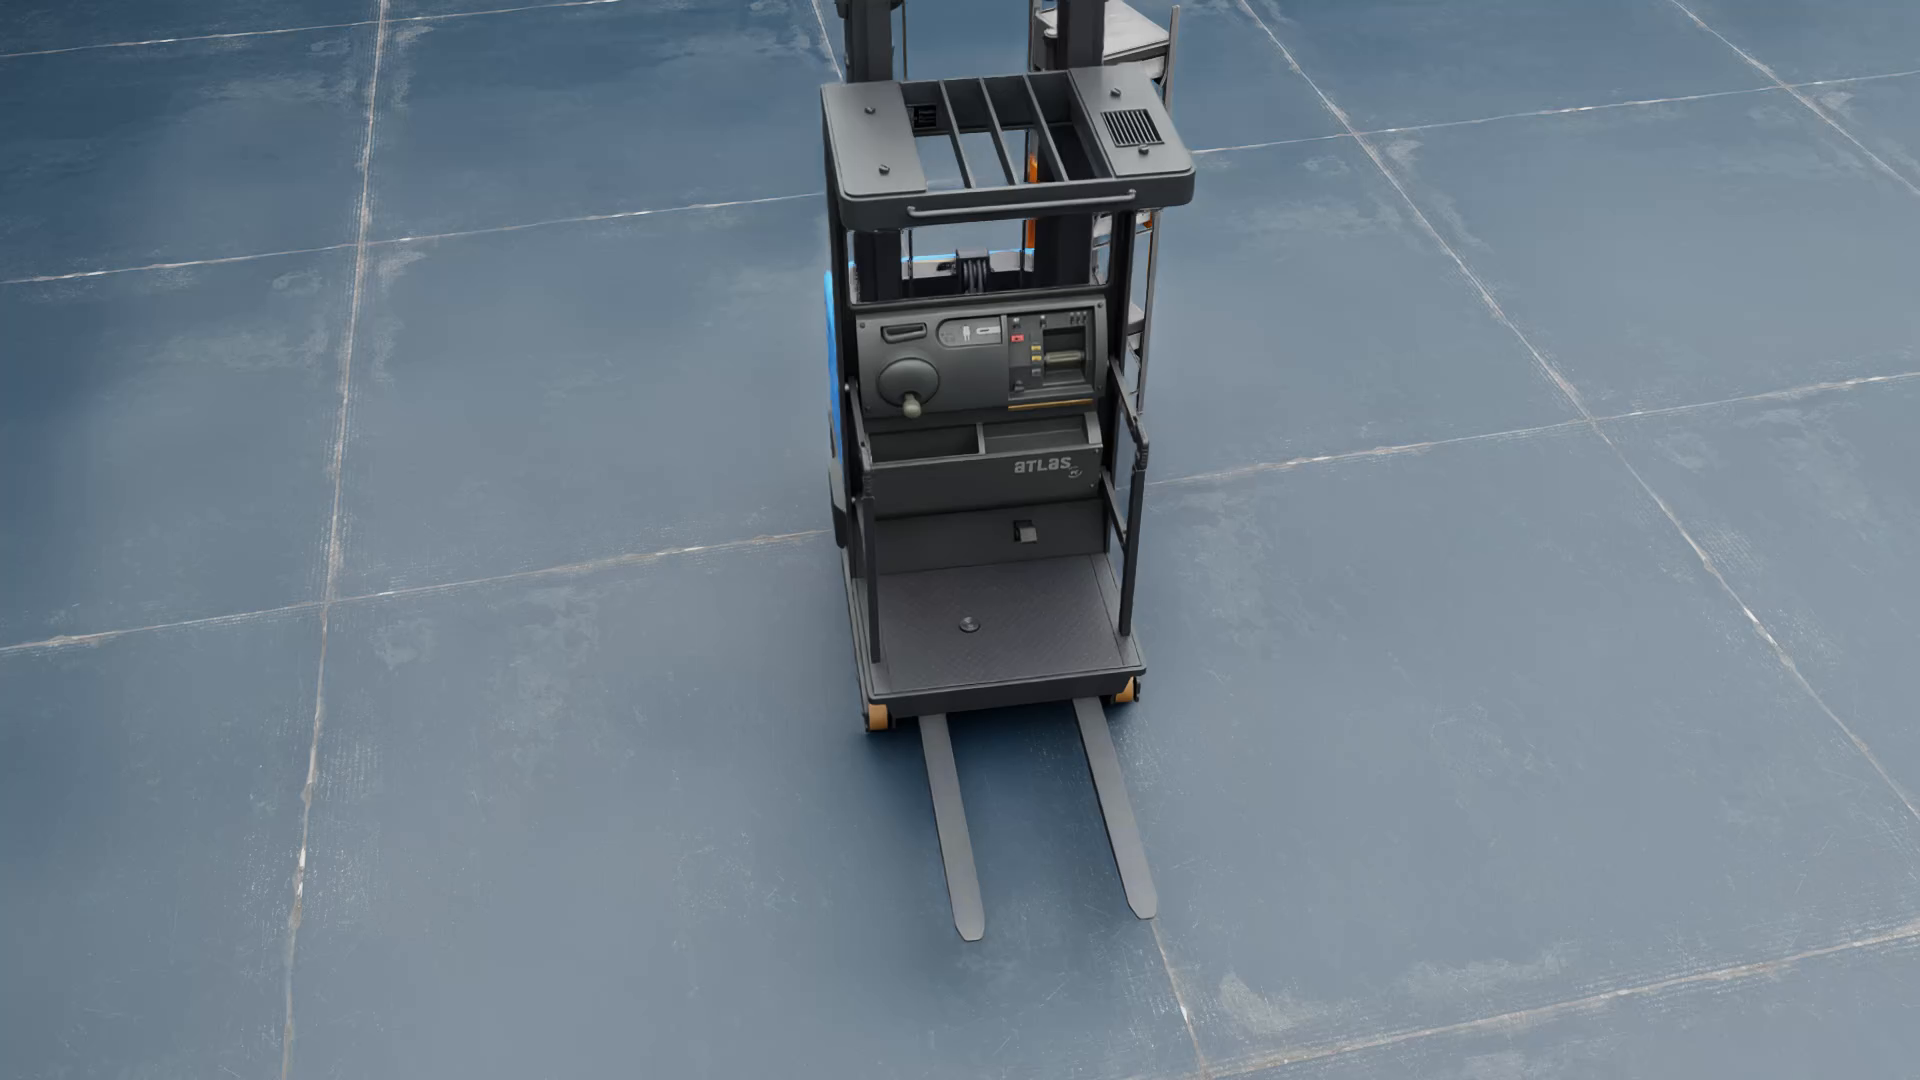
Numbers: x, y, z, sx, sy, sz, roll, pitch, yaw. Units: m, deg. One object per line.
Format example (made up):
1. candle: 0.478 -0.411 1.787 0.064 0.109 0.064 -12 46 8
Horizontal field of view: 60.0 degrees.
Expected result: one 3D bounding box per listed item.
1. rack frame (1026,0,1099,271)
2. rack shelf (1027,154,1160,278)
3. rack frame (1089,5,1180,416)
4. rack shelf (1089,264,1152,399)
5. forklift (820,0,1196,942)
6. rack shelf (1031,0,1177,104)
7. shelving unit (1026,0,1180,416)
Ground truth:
1. rack frame: 0.493 -1.635 7.792 0.400 2.100 0.015 -20 45 -21
2. rack shelf: 0.610 -1.483 7.641 0.431 0.518 0.480 -20 45 -21
3. rack frame: 0.727 -1.351 7.472 0.400 2.100 0.015 -20 45 -21
4. rack shelf: 0.610 -0.959 8.106 0.431 0.518 0.480 -20 45 -21
5. forklift: 0.119 -0.590 5.989 1.130 2.935 3.031 -6 42 -6
6. rack shelf: 0.610 -2.006 7.176 0.431 0.518 0.480 -20 45 -21
7. shelving unit: 0.610 -1.493 7.632 0.431 2.100 0.503 -20 45 -21
